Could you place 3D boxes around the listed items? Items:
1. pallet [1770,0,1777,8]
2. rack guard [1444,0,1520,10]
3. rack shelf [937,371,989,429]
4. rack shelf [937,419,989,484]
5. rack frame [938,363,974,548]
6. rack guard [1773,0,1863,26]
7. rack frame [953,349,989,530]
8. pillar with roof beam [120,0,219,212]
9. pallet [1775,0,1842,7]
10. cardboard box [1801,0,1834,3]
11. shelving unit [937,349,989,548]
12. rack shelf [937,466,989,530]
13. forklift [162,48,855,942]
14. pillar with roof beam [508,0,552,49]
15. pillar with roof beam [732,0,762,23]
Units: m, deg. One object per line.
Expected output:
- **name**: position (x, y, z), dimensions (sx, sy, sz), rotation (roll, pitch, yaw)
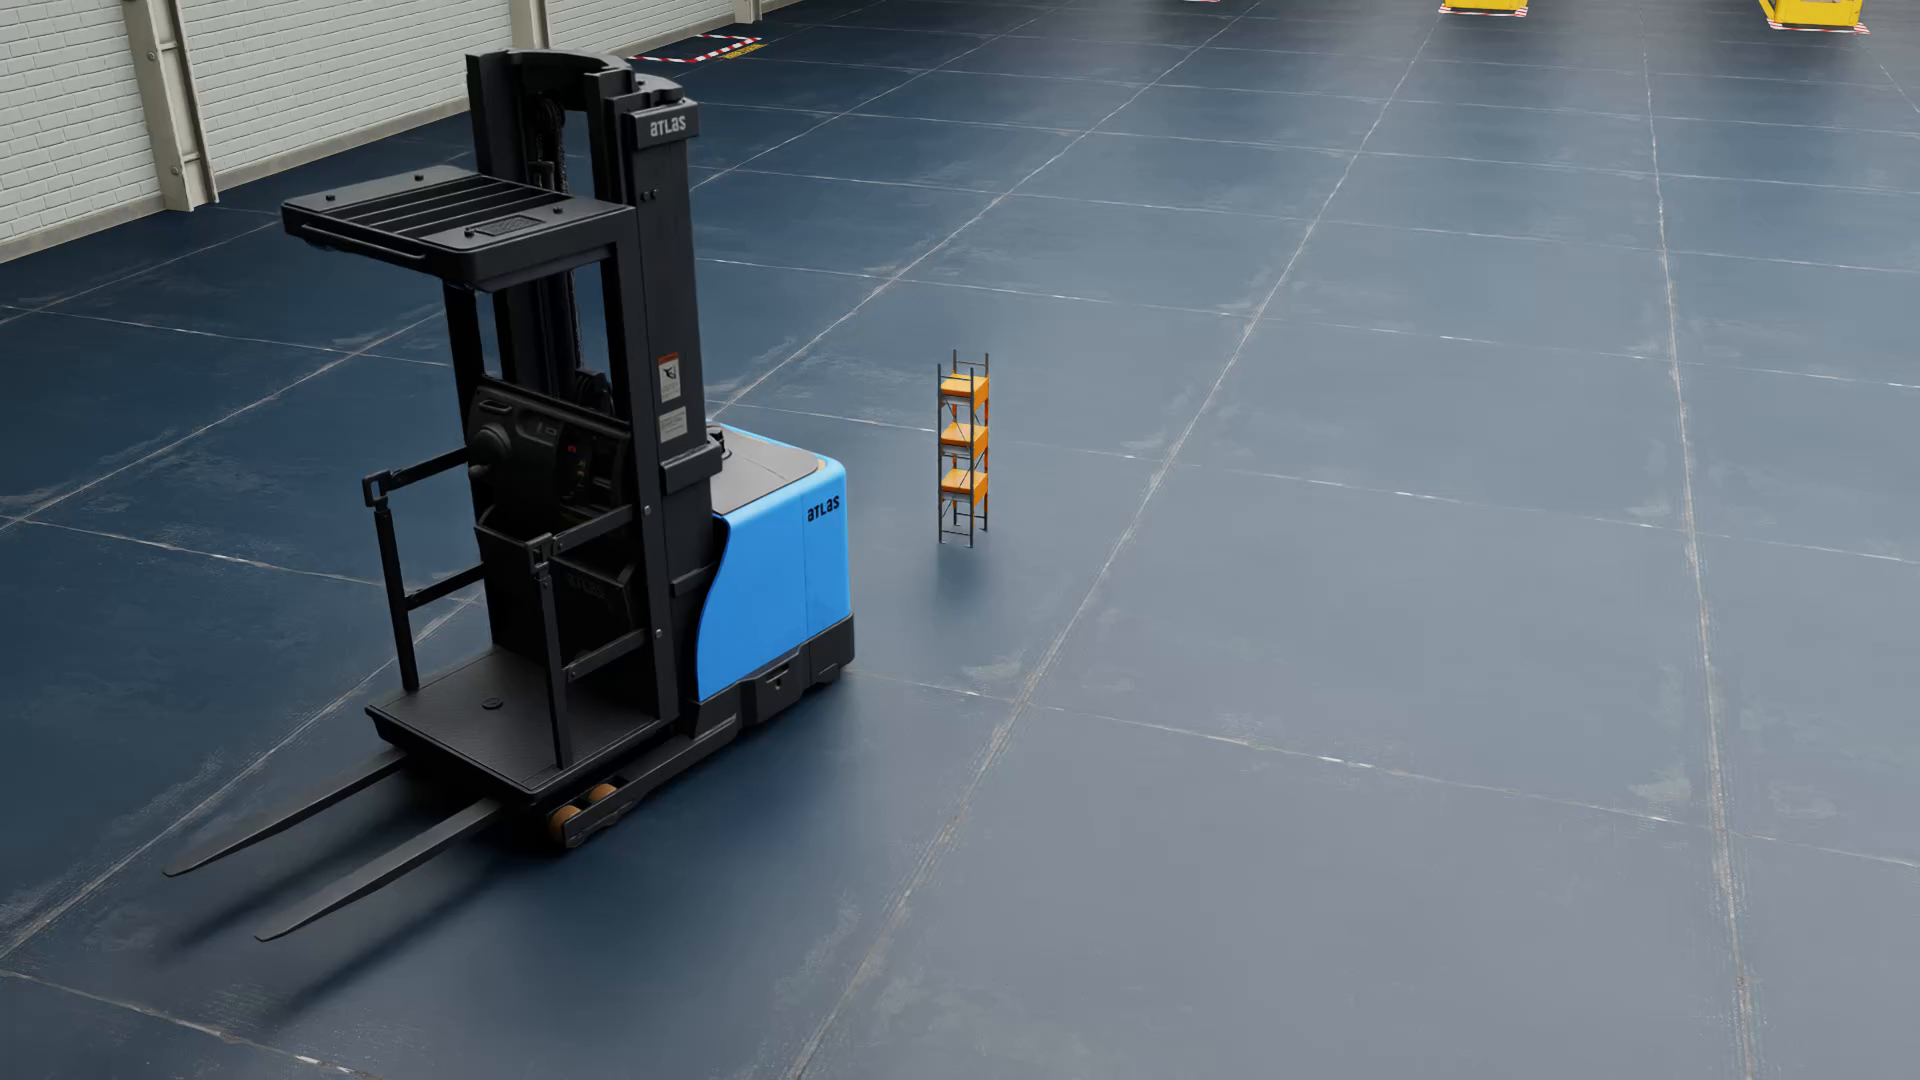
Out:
- **pallet**: position (14.008, -8.973, 27.540), dimensions (1.003, 0.211, 1.213), rotation (9, 27, 17)
- **rack guard**: position (8.582, -9.000, 27.264), dimensions (1.175, 0.500, 0.348), rotation (9, 27, 17)
- **rack shelf**: position (0.018, -0.740, 8.948), dimensions (0.215, 0.259, 0.240), rotation (9, 27, 17)
- **rack shelf**: position (0.018, -0.485, 9.071), dimensions (0.215, 0.259, 0.240), rotation (9, 27, 17)
- **rack frame**: position (-0.023, -0.444, 8.963), dimensions (0.200, 1.050, 0.008), rotation (9, 27, 17)
- **rack guard**: position (13.297, -8.275, 25.766), dimensions (1.175, 0.500, 0.348), rotation (9, 27, 17)
- **rack frame**: position (0.058, -0.545, 9.170), dimensions (0.200, 1.050, 0.008), rotation (9, 27, 17)
- **pillar with roof beam**: position (-3.255, -6.615, 12.587), dimensions (9.100, 9.000, 0.400), rotation (9, 27, 17)
- **pallet**: position (13.600, -8.473, 26.508), dimensions (1.003, 0.211, 1.213), rotation (9, 27, 17)
- **cardboard box**: position (13.495, -8.687, 26.135), dimensions (0.500, 0.500, 0.500), rotation (14, 29, 27)
- **shelving unit**: position (0.018, -0.495, 9.067), dimensions (0.215, 1.050, 0.252), rotation (9, 27, 17)
- **rack shelf**: position (0.018, -0.235, 9.192), dimensions (0.215, 0.259, 0.240), rotation (9, 27, 17)
- **forklift**: position (-1.794, -0.323, 6.554), dimensions (1.130, 2.935, 3.031), rotation (18, 31, 33)
- **pillar with roof beam**: position (-1.258, -9.081, 17.679), dimensions (9.100, 9.000, 0.400), rotation (9, 27, 17)
- **pillar with roof beam**: position (0.739, -11.547, 22.772), dimensions (9.100, 9.000, 0.400), rotation (9, 27, 17)
